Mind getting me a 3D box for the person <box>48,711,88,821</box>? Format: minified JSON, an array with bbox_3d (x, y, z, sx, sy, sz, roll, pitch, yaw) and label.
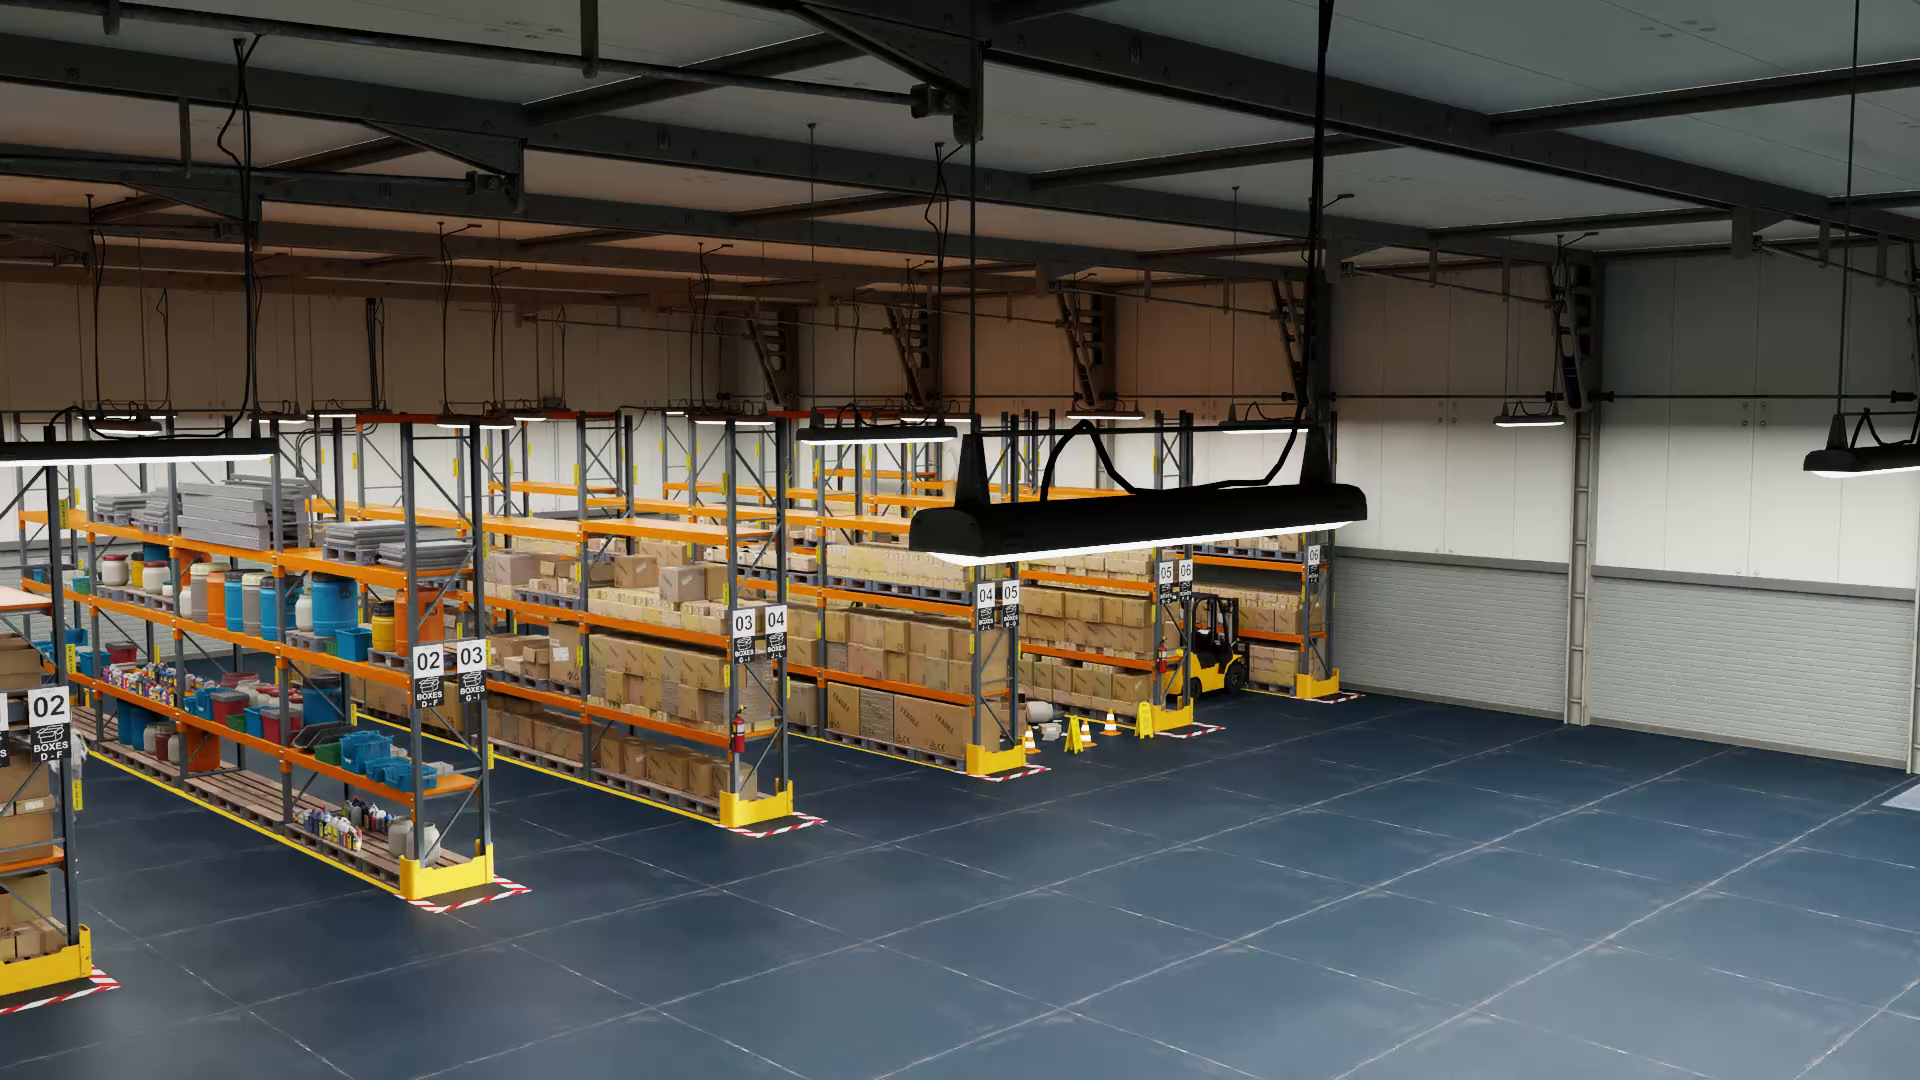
[{"bbox_3d":[-13.196,3.362,24.676,0.541,1.659,0.603,3,6,28],"label":"person"}]
